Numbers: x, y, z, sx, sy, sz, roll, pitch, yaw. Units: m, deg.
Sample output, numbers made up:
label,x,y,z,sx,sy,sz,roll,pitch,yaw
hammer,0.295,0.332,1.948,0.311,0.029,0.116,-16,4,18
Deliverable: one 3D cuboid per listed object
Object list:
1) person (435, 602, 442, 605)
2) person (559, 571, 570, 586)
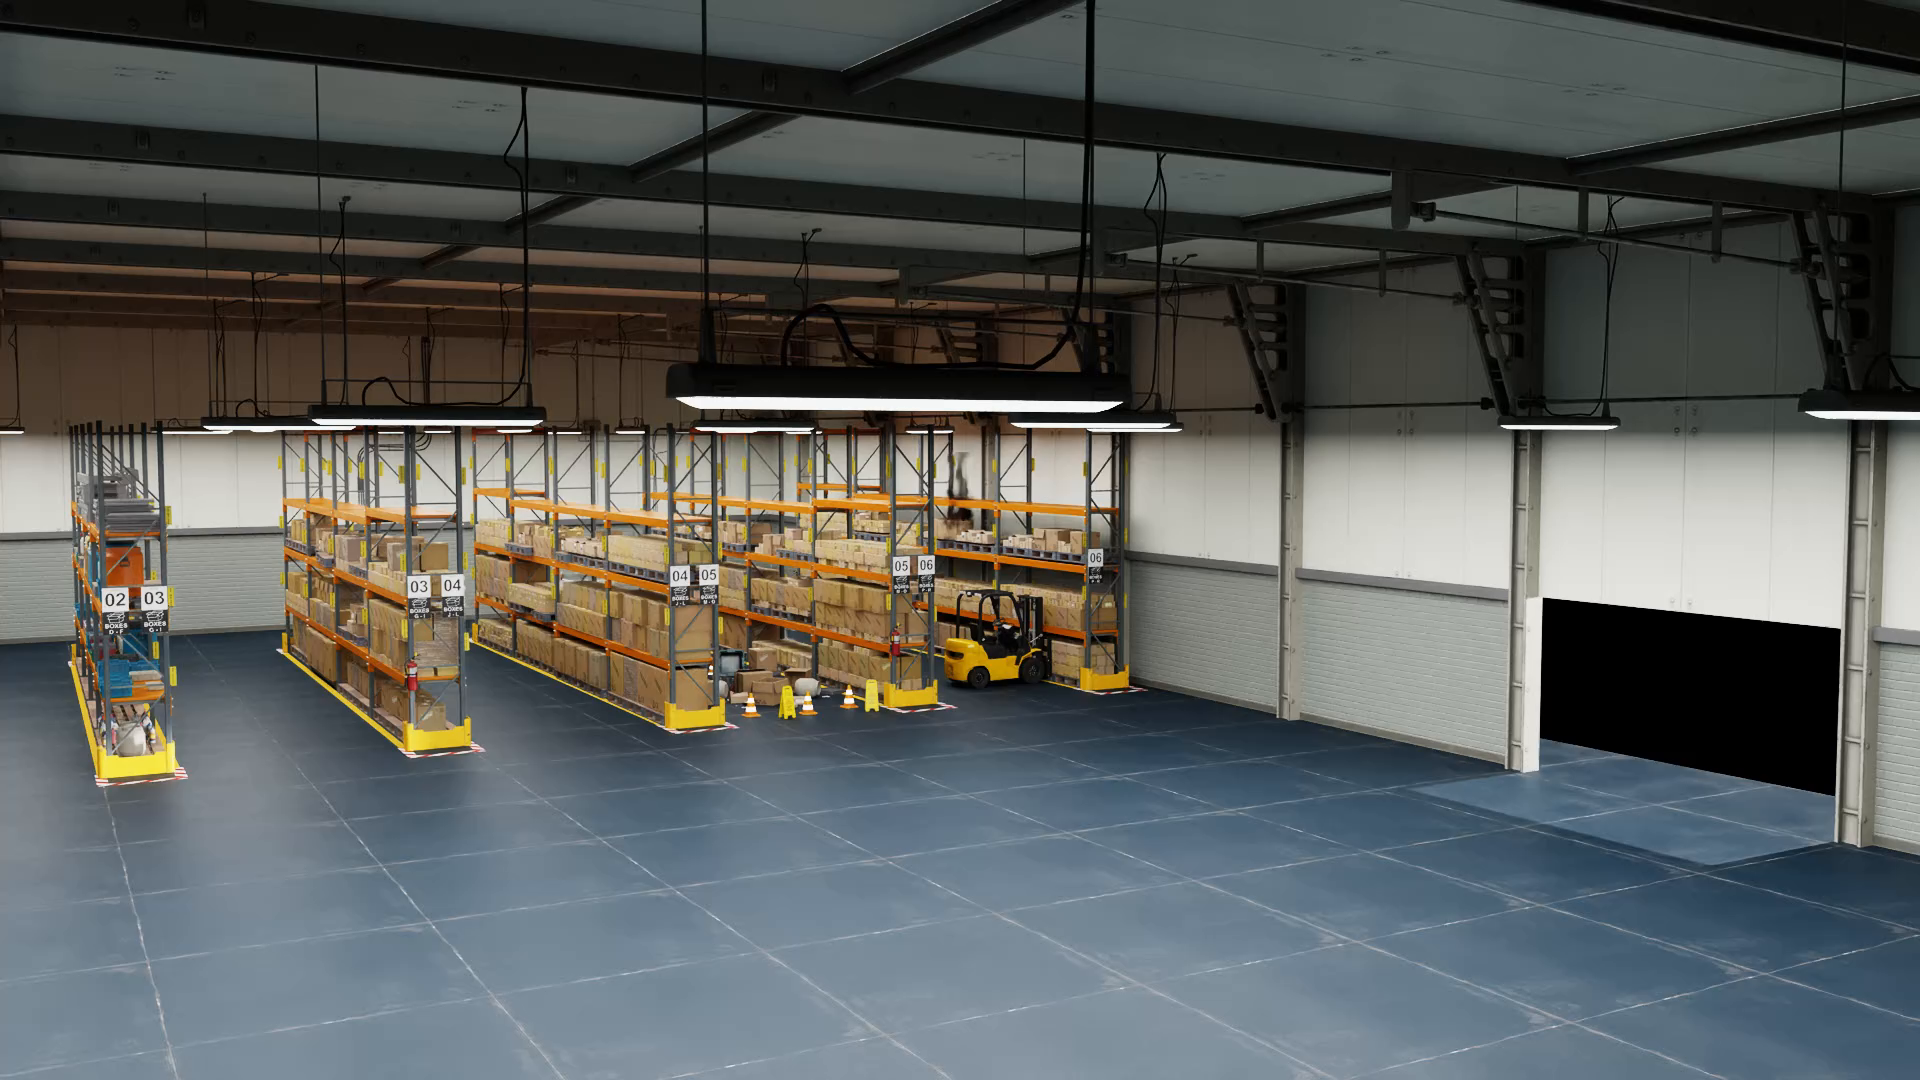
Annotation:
label,x,y,z,sx,sy,sz,roll,pitch,yaw
person,-14.235,2.069,45.351,0.716,1.738,0.754,-1,4,-17
person,-12.025,1.783,50.213,0.596,1.705,0.854,2,4,31
